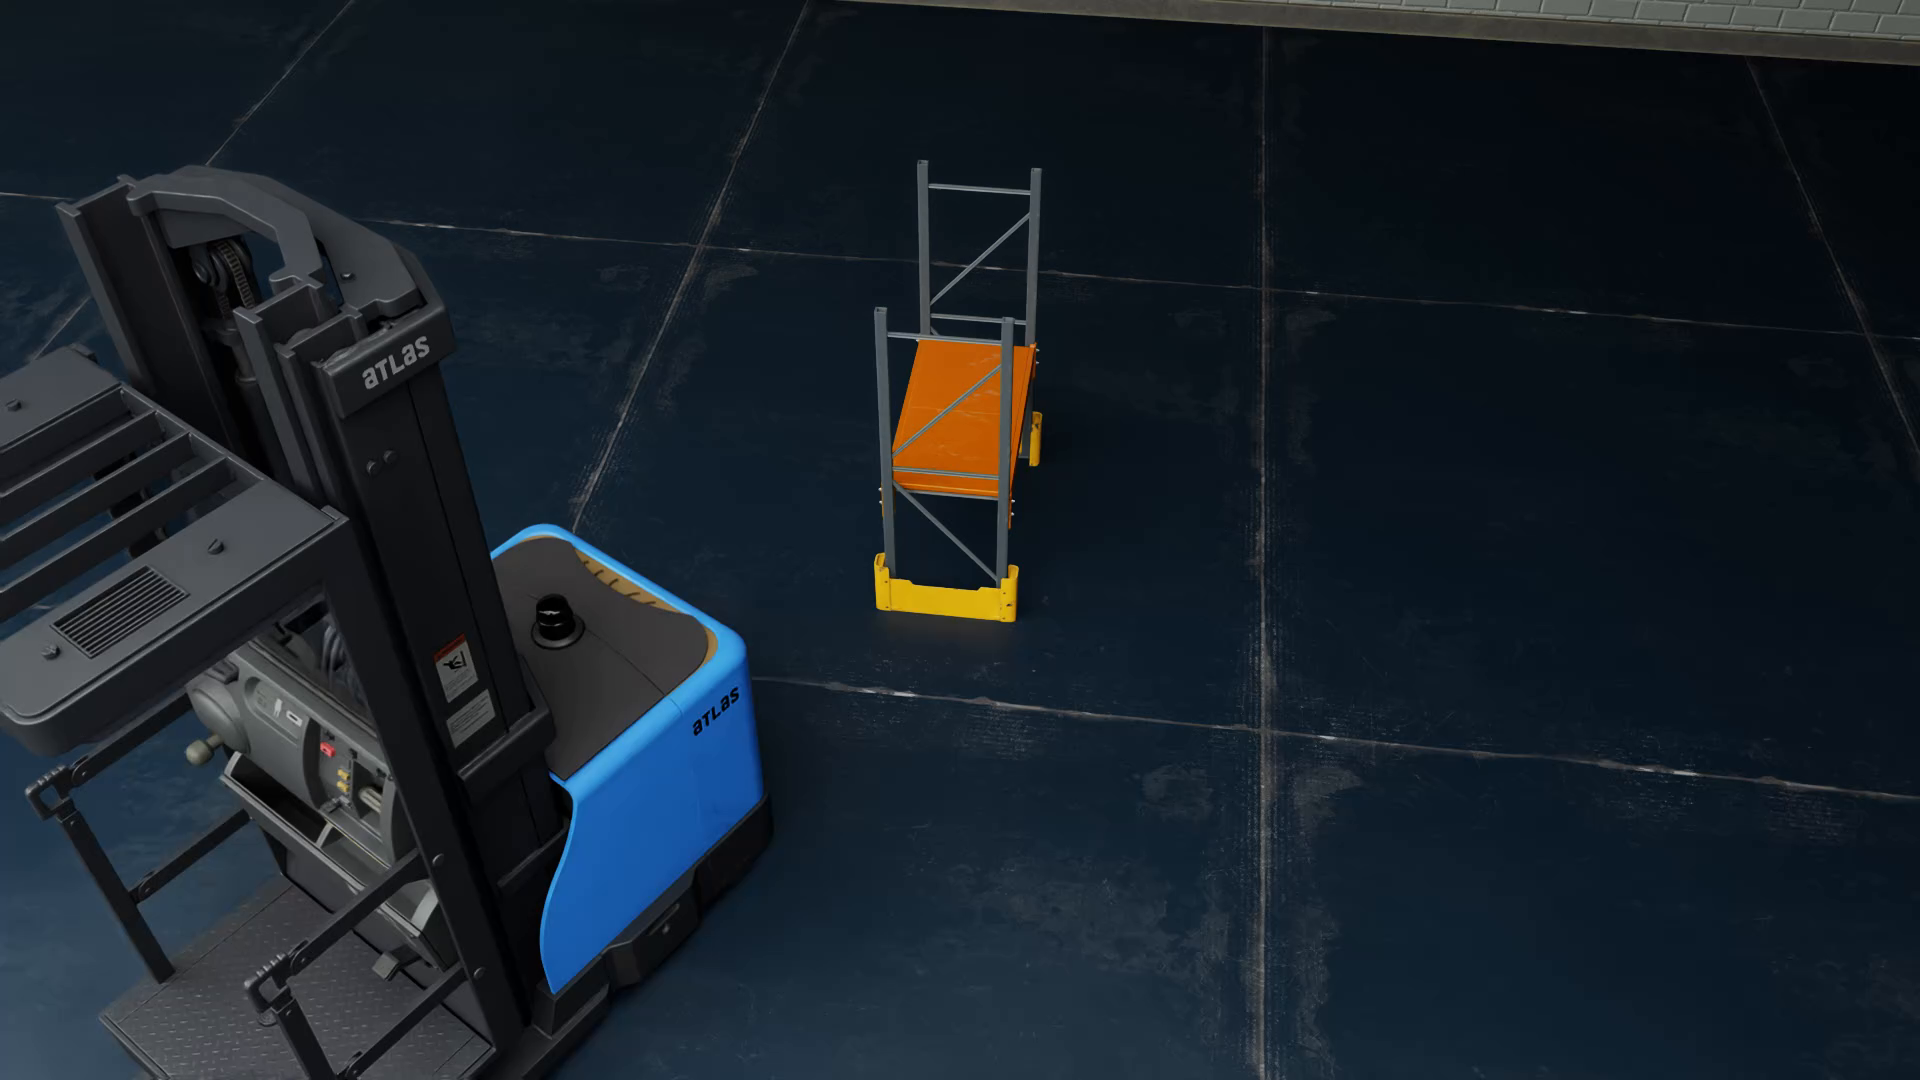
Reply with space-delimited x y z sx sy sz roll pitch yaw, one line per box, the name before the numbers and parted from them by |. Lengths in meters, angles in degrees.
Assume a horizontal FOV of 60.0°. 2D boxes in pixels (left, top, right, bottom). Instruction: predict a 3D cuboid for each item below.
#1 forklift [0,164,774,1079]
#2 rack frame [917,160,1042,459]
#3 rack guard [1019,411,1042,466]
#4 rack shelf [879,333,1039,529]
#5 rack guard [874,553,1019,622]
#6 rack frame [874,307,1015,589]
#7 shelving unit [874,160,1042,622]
forklift | -1.967 0.639 4.443 1.130 2.935 3.031 28 50 26
rack frame | 0.078 -0.949 7.162 0.500 1.500 0.032 5 44 6
rack guard | 0.076 -0.482 7.577 0.587 0.250 0.087 5 44 6
rack shelf | 0.011 -0.472 6.919 0.538 0.185 1.000 5 44 6
rack guard | -0.056 0.197 6.860 0.587 0.250 0.087 5 44 6
rack frame | -0.056 -0.256 6.430 0.500 1.500 0.032 5 44 6
shelving unit | 0.010 -0.597 6.789 0.587 1.500 1.083 5 44 6
